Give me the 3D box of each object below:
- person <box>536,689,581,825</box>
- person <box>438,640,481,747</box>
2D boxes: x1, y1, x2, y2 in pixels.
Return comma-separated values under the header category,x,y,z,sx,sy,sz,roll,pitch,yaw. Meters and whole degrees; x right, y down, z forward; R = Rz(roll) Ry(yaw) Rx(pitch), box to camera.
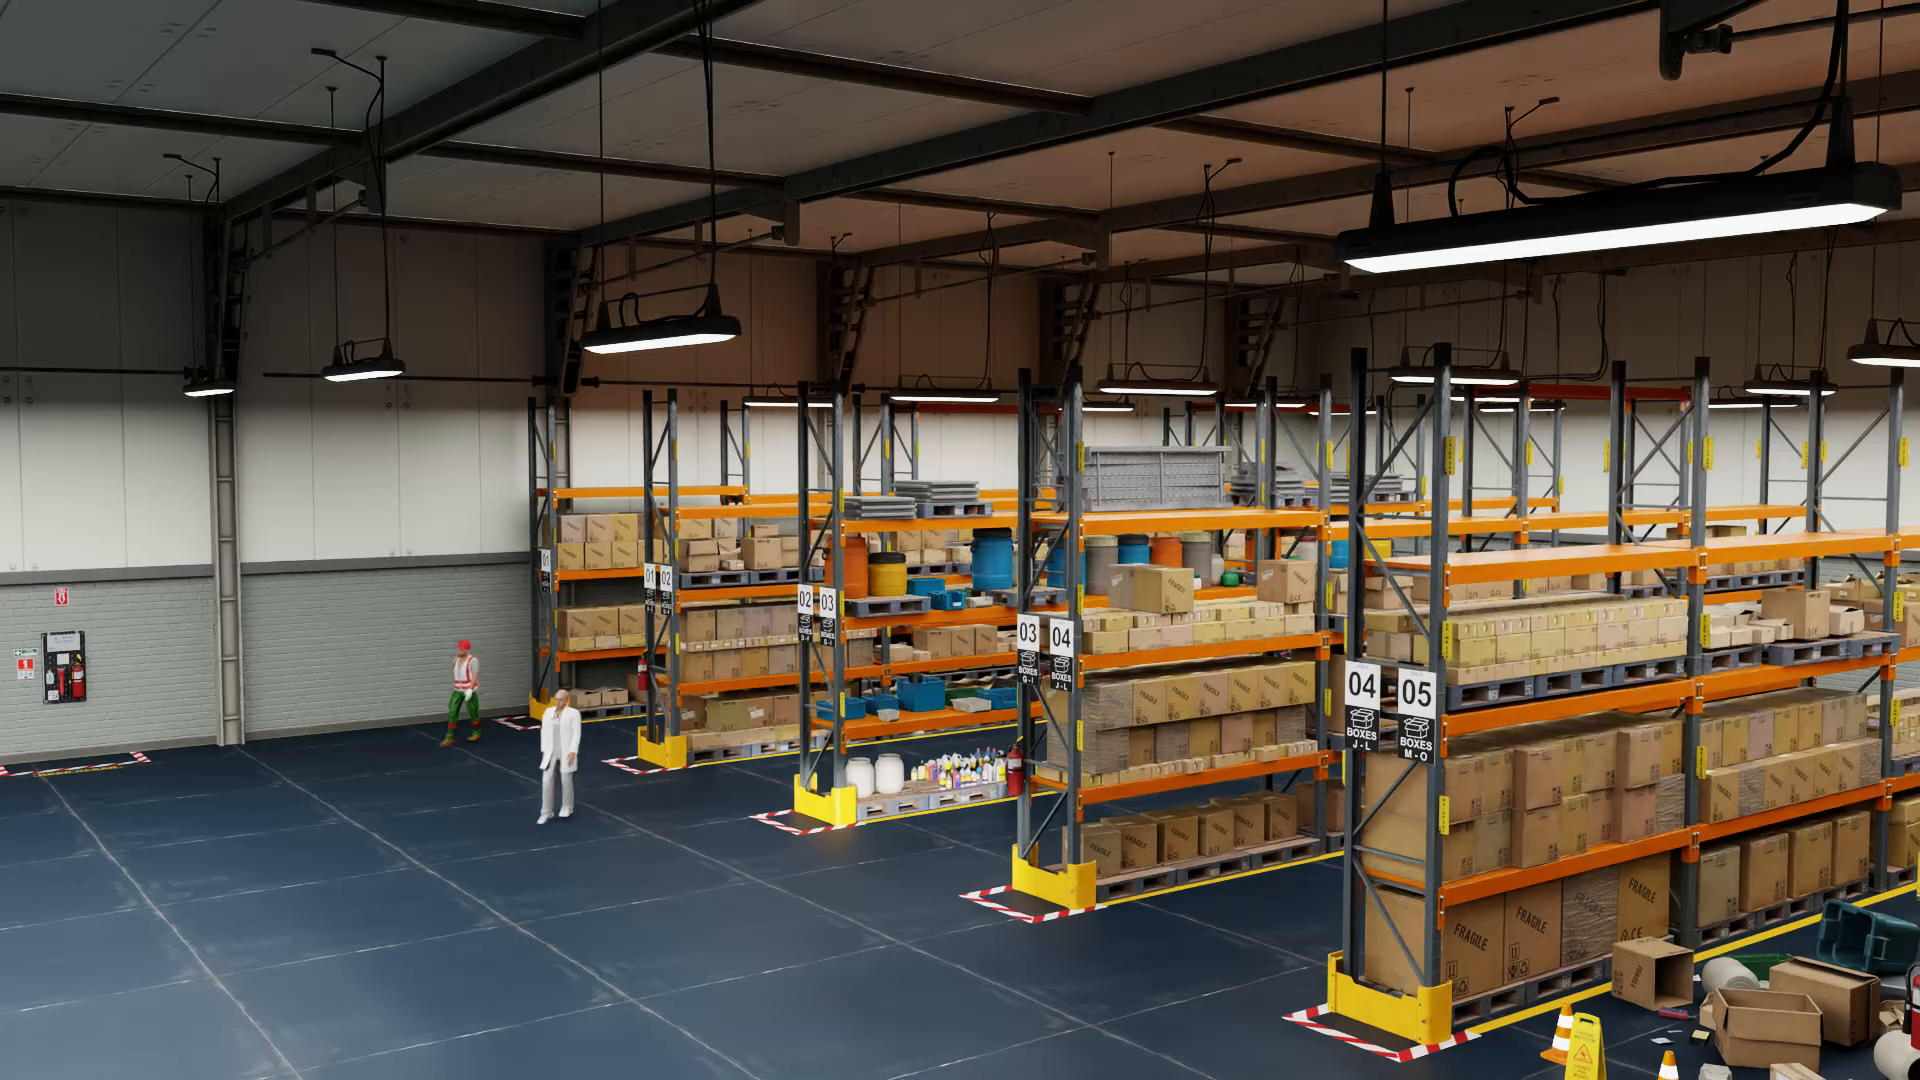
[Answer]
category,x,y,z,sx,sy,sz,roll,pitch,yaw
person,-5.460,3.000,22.695,0.595,1.797,0.626,0,3,3
person,-8.487,2.593,28.378,0.558,1.772,0.833,1,3,14
